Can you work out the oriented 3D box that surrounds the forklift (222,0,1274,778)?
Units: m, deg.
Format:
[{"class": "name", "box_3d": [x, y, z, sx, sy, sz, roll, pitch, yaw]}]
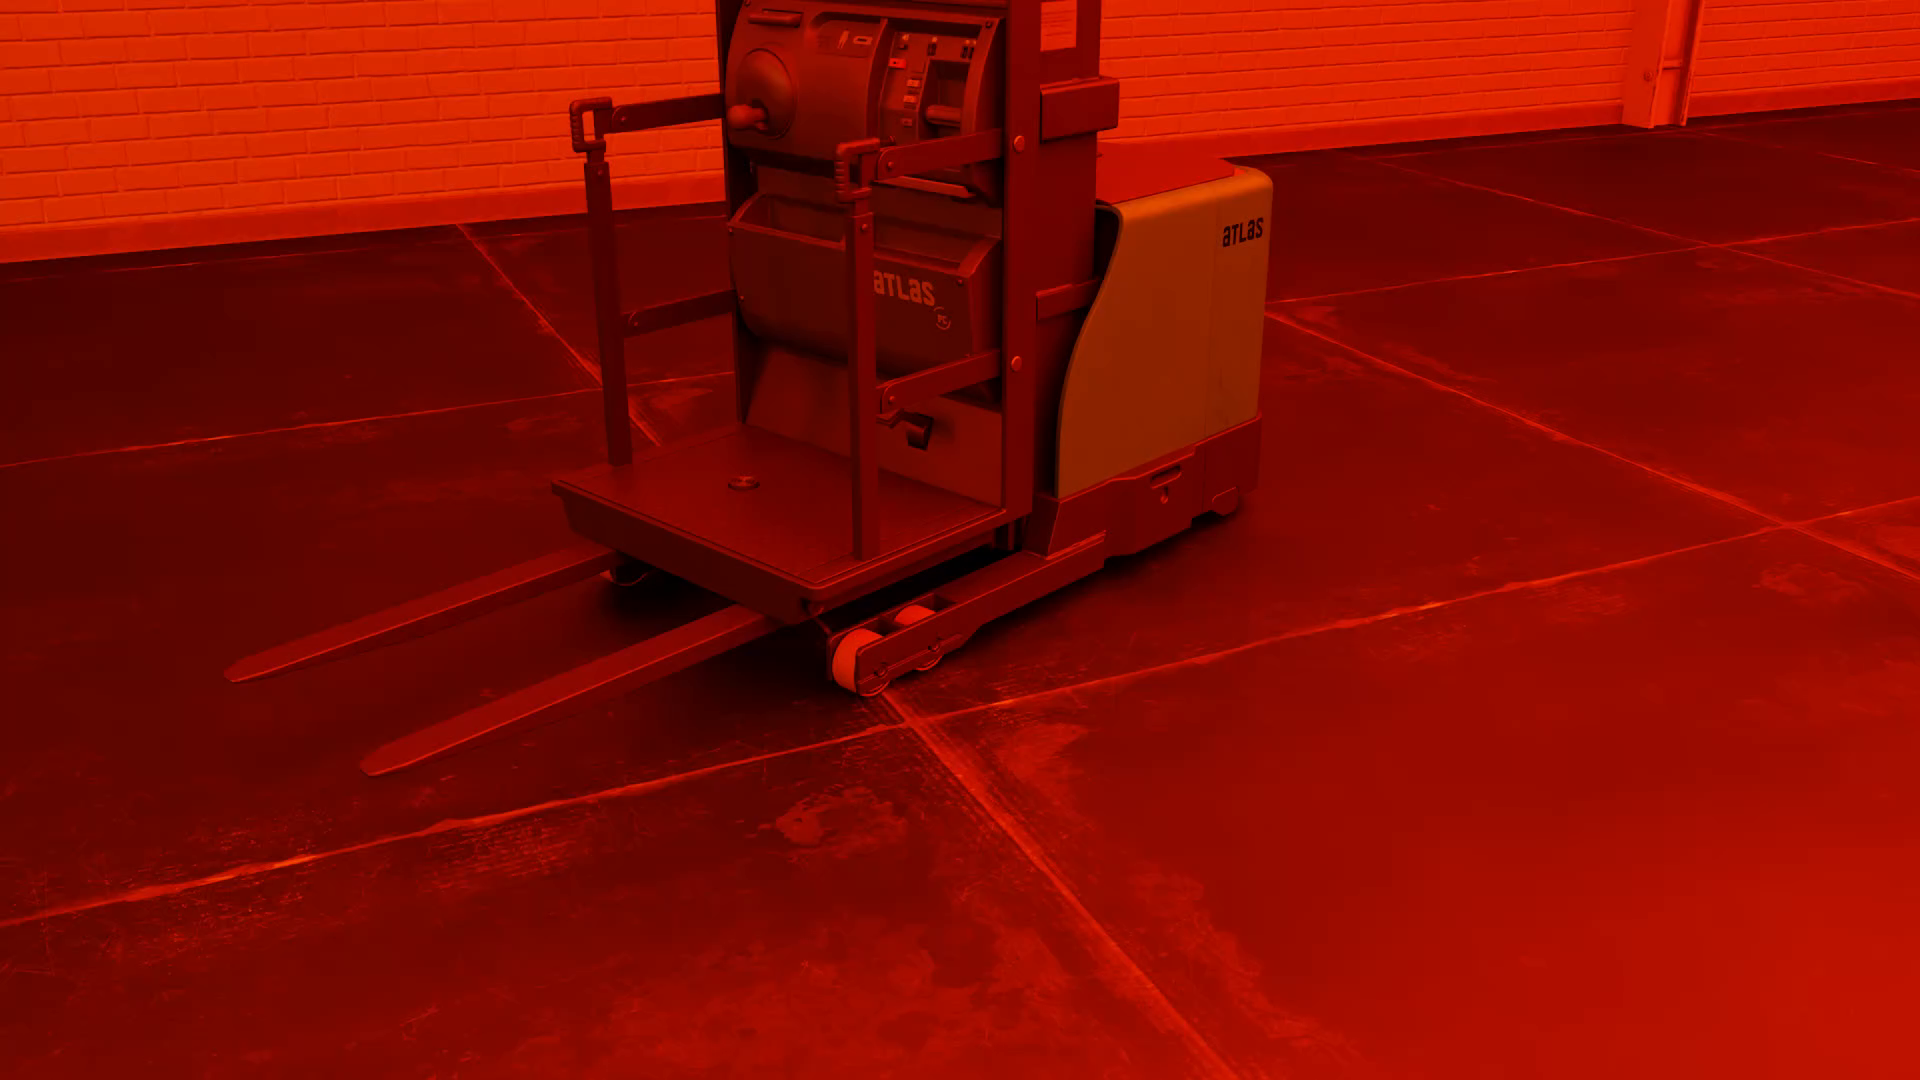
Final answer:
[{"class": "forklift", "box_3d": [-0.413, -1.182, 4.131, 1.130, 2.935, 3.031, 19, 29, 39]}]
